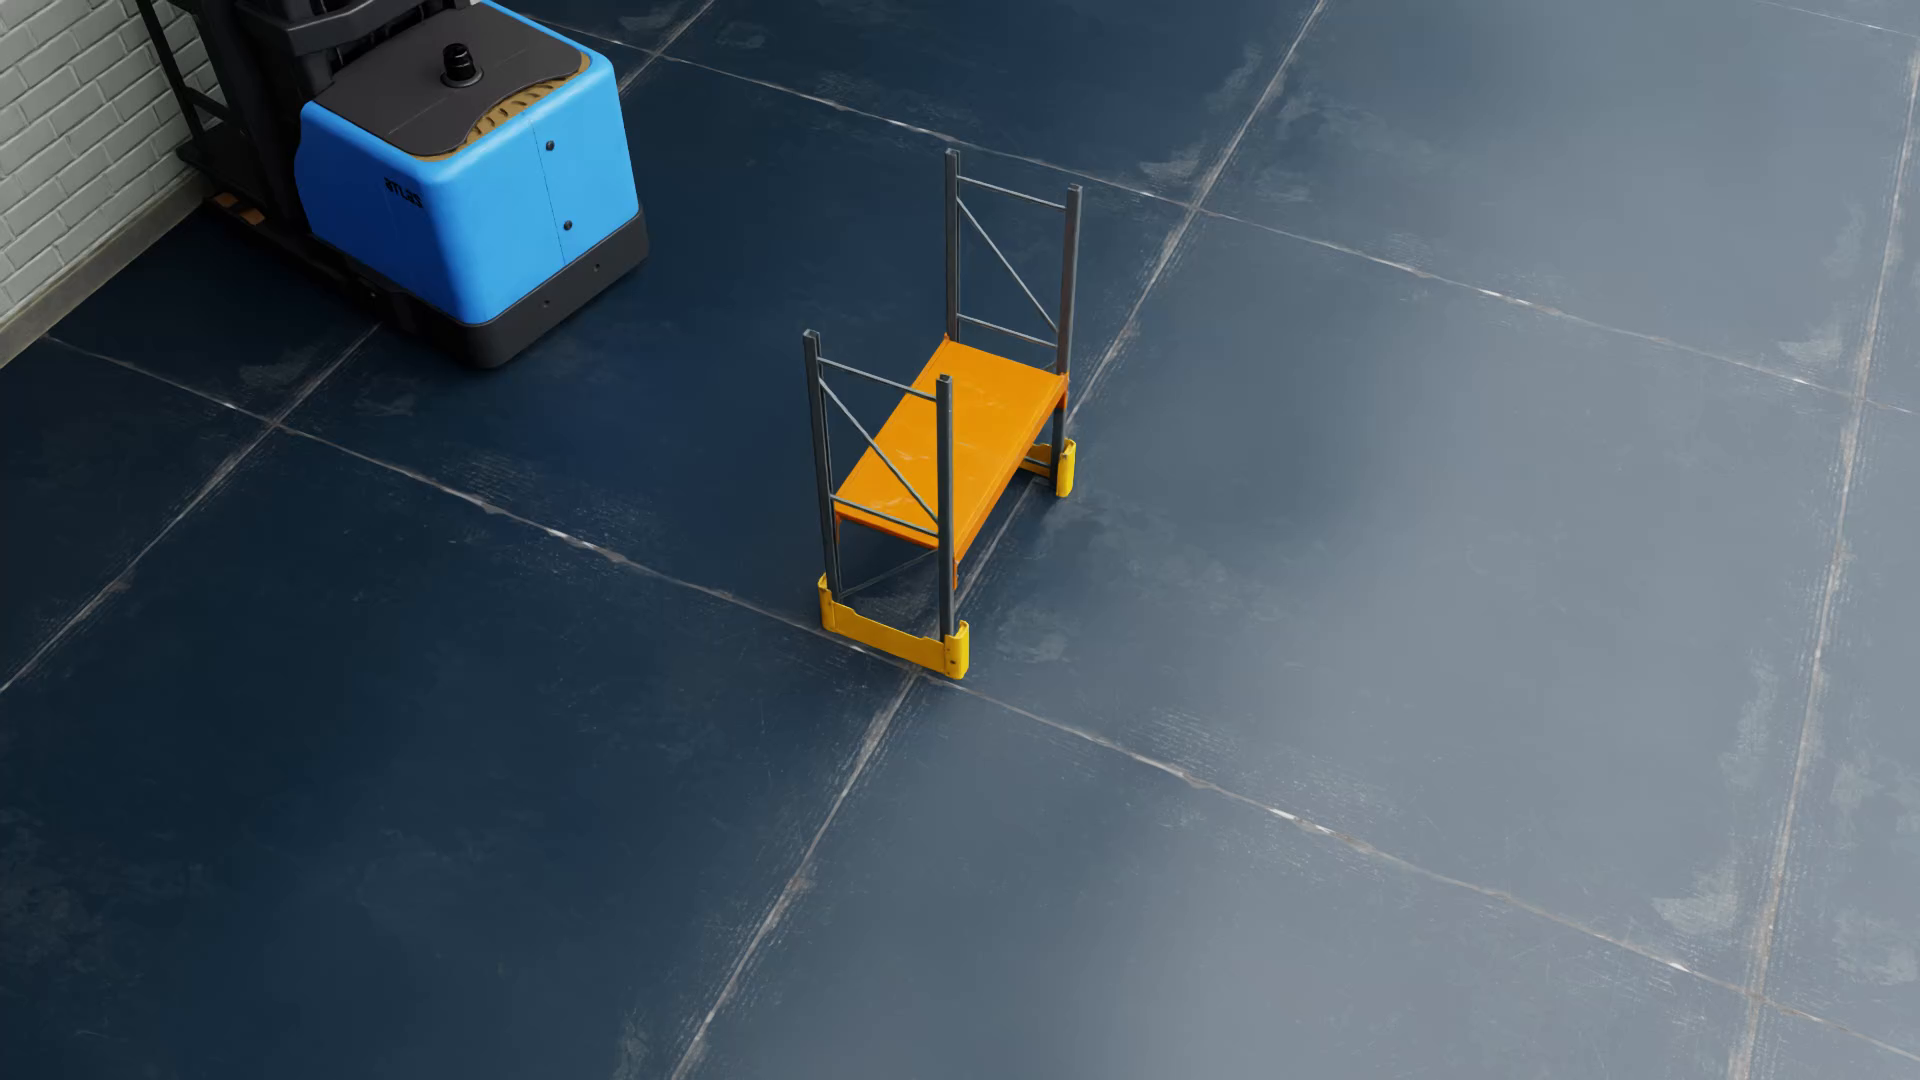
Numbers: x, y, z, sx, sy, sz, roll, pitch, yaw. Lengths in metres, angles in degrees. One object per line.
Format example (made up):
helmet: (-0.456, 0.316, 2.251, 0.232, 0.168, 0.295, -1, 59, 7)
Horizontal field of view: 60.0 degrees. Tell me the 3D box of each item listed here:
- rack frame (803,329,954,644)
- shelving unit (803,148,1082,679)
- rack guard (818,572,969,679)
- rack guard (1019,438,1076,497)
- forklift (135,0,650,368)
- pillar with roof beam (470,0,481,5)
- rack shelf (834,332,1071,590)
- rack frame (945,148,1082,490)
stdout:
rack frame: (-0.254, -0.077, 5.646, 0.500, 1.500, 0.032, 20, 52, 16)
shelving unit: (-0.033, -0.434, 5.949, 0.587, 1.500, 1.083, 20, 52, 16)
rack guard: (-0.245, 0.314, 6.133, 0.587, 0.250, 0.087, 20, 52, 16)
rack guard: (0.180, -0.371, 6.717, 0.587, 0.250, 0.087, 20, 52, 16)
forklift: (-2.898, -2.616, 6.866, 3.031, 2.935, 1.130, 30, 56, 23)
pillar with roof beam: (1.234, -4.454, 4.447, 9.100, 9.000, 0.400, 20, 52, 16)
rack shelf: (-0.036, -0.311, 6.081, 0.538, 0.185, 1.000, 20, 52, 16)
rack frame: (0.181, -0.777, 6.242, 0.500, 1.500, 0.032, 20, 52, 16)
